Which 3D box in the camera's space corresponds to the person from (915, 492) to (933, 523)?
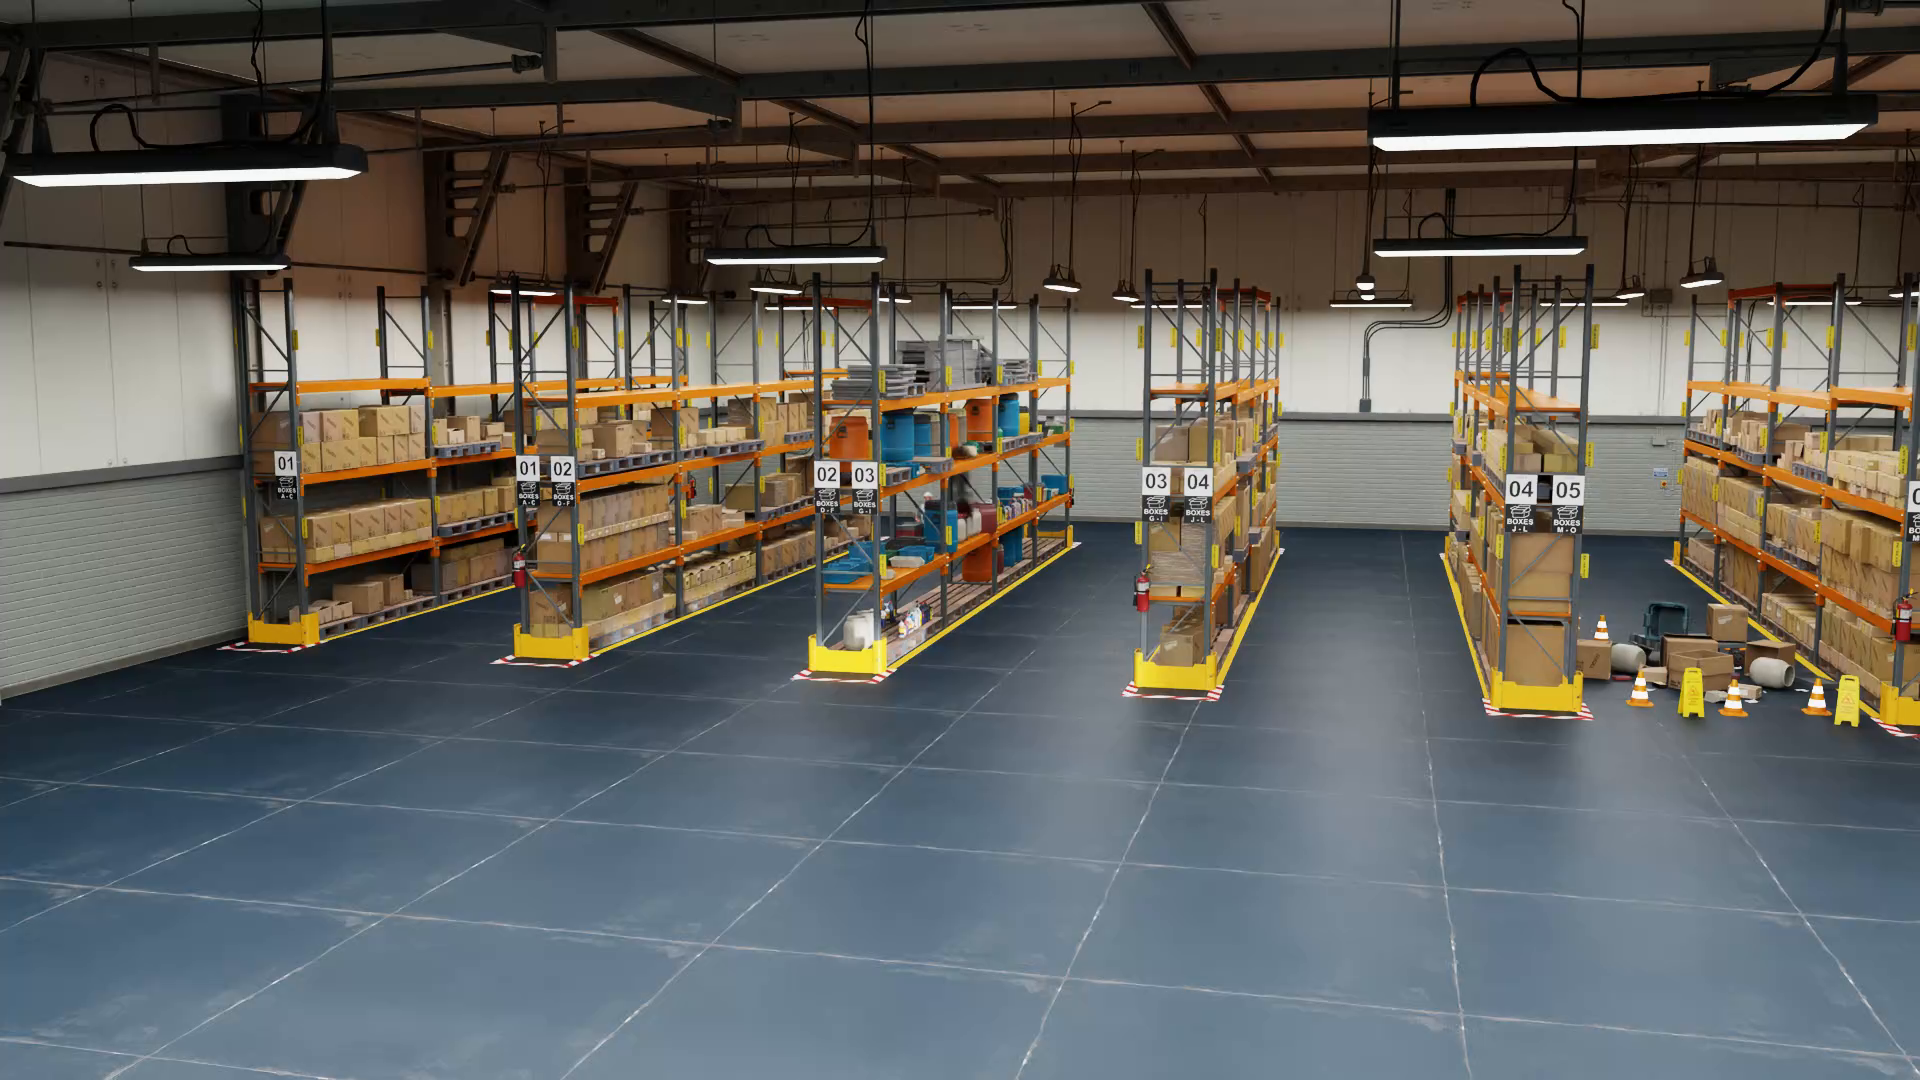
[{"bbox_3d":[-0.664,-0.191,36.210,0.656,1.729,0.637,2,7,15],"label":"person"}]
